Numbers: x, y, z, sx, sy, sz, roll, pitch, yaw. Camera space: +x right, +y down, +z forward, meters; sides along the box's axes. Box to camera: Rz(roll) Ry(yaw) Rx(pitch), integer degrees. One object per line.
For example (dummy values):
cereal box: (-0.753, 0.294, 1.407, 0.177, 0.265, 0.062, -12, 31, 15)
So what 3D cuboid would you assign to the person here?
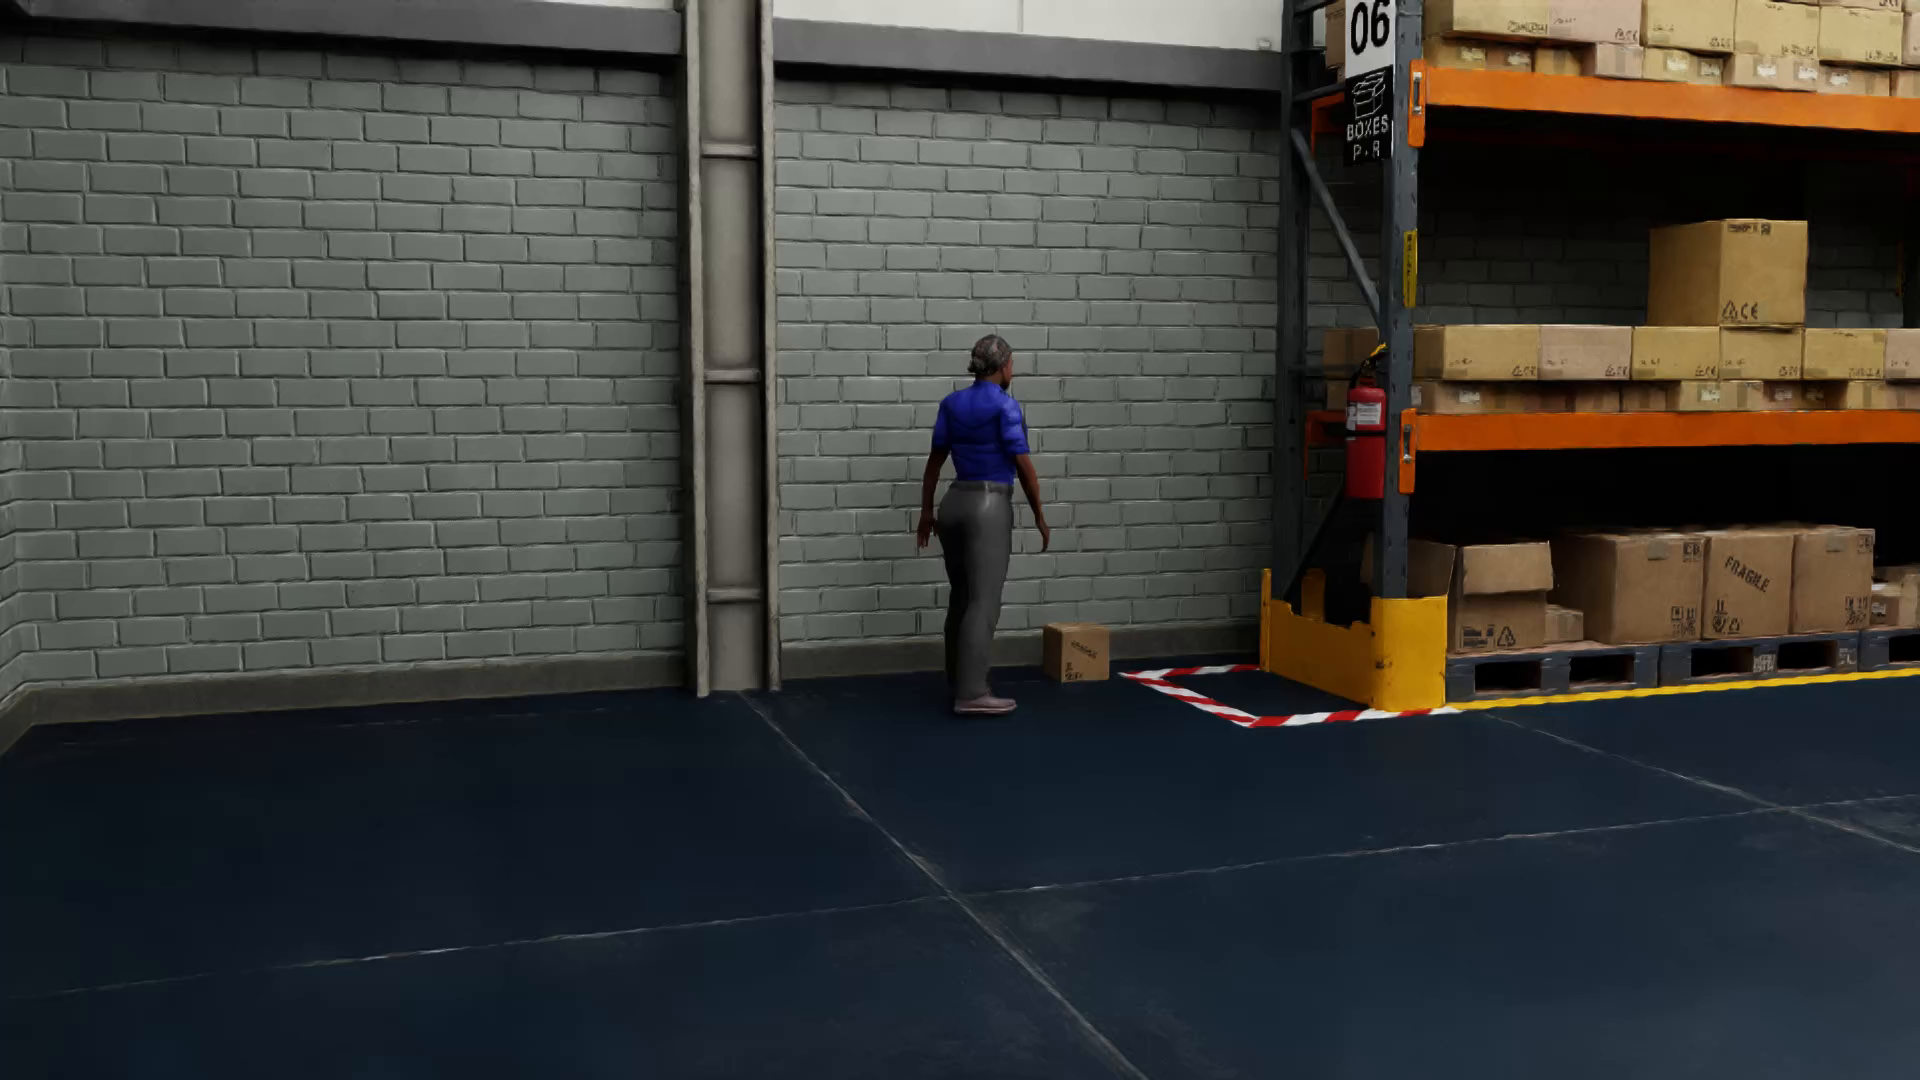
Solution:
person: (0.083, -0.076, 7.366, 0.535, 1.661, 0.594, -6, 8, -45)
